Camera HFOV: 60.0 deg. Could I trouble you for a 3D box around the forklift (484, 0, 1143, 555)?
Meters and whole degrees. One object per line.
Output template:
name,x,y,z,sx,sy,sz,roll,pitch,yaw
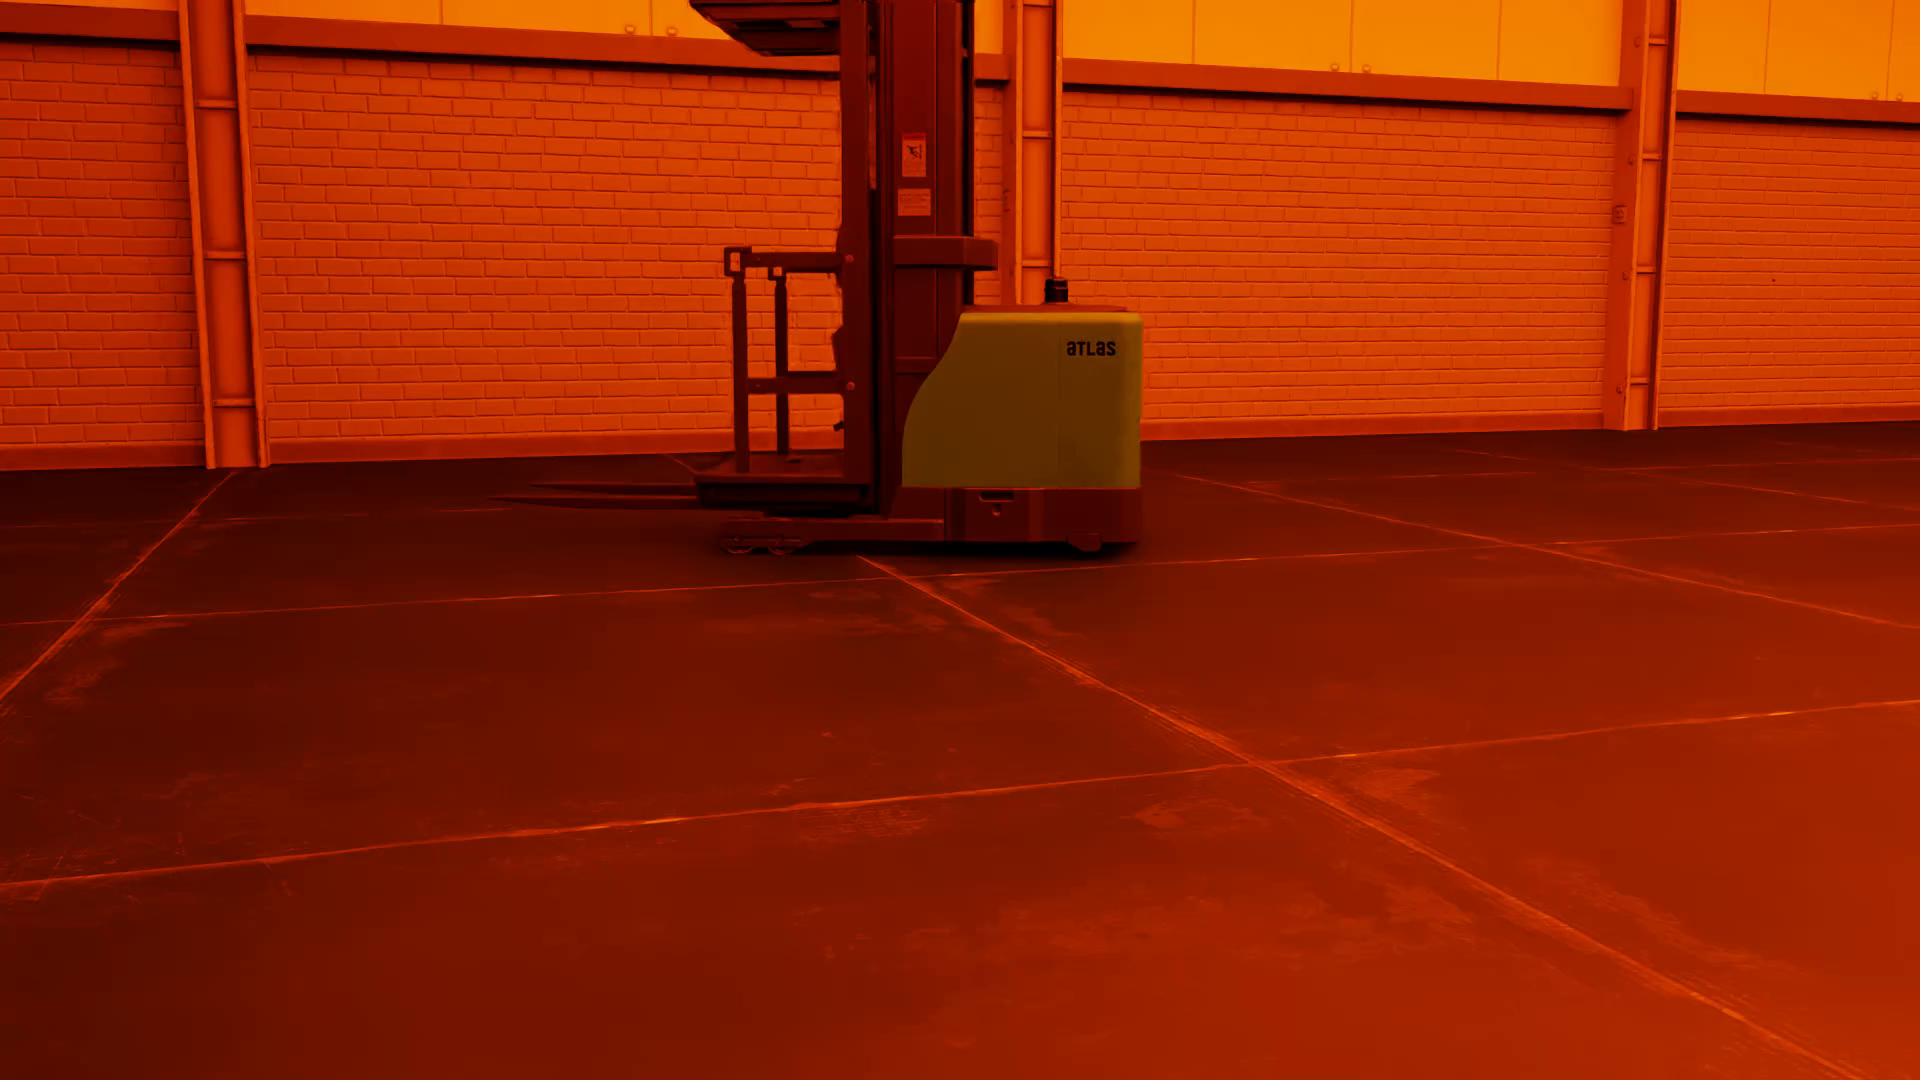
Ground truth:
forklift,-0.669,-1.454,7.742,3.031,2.935,1.130,1,8,5
